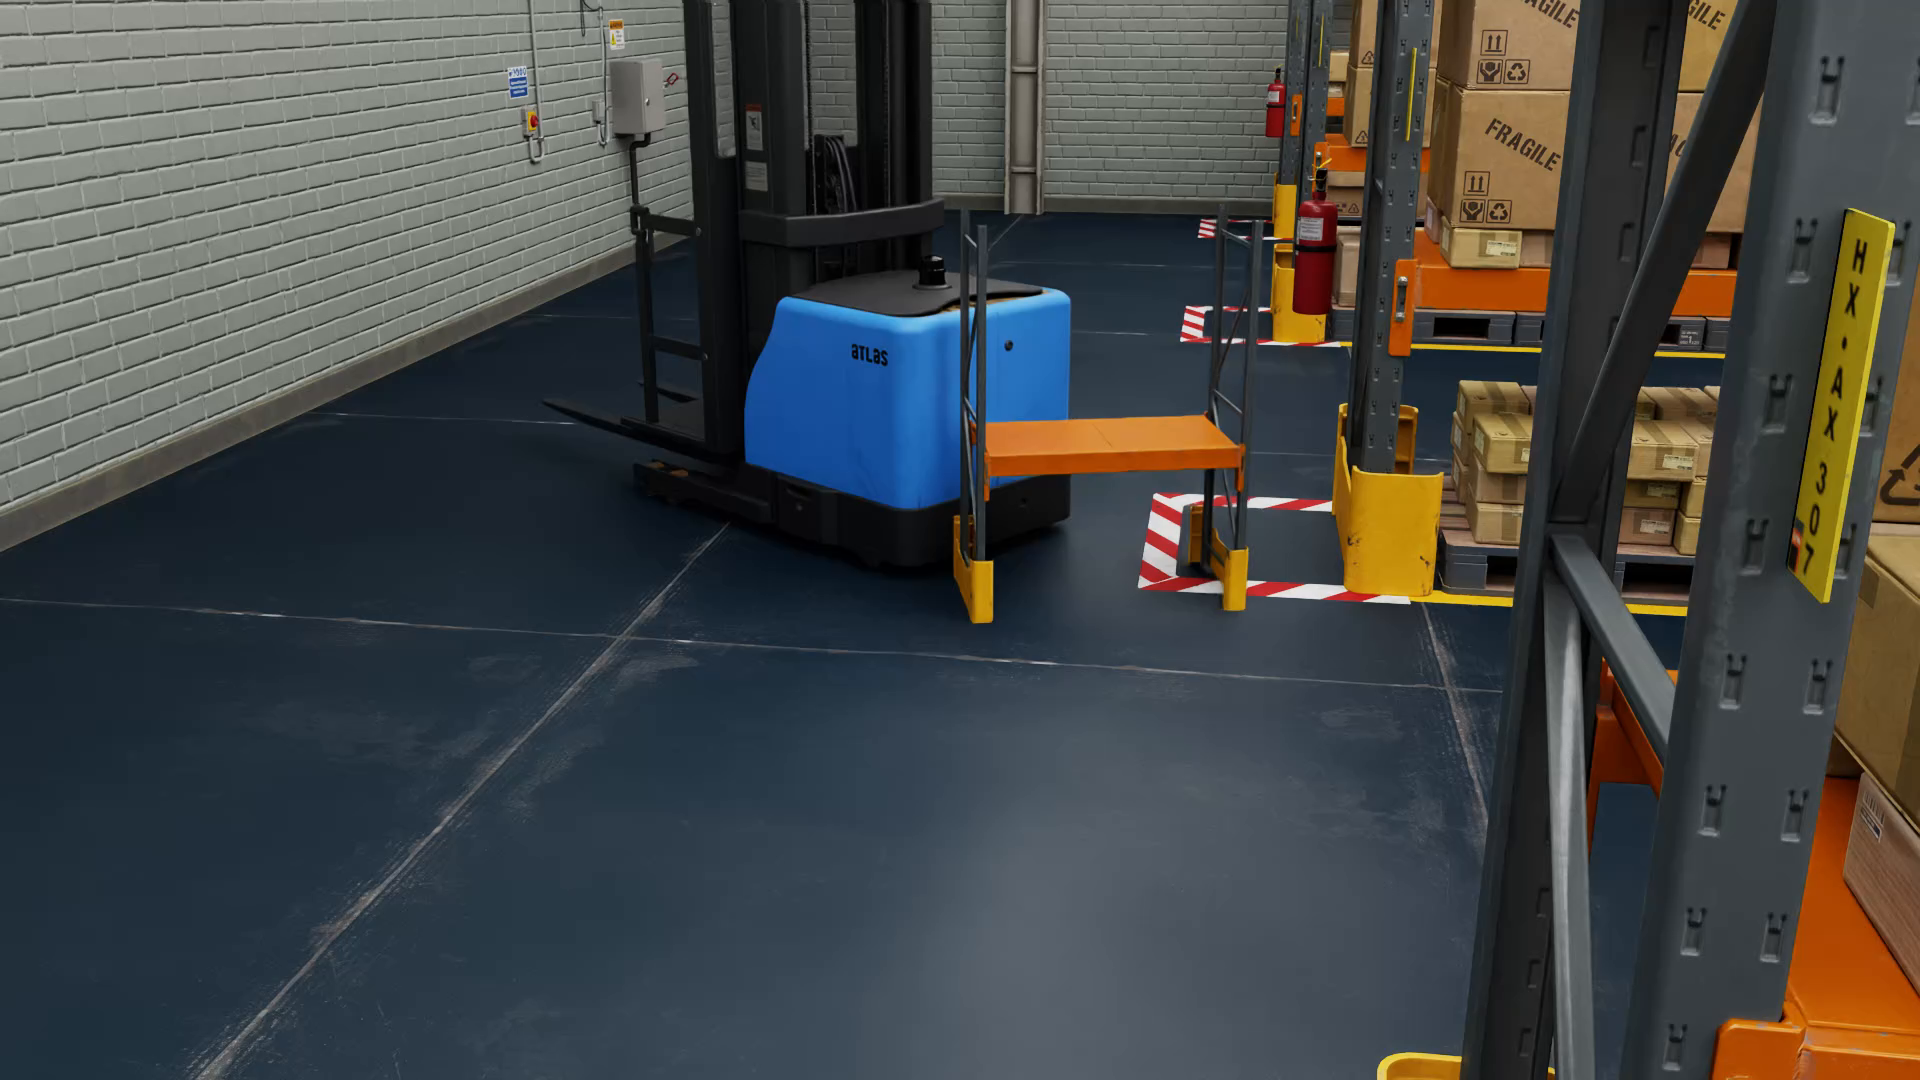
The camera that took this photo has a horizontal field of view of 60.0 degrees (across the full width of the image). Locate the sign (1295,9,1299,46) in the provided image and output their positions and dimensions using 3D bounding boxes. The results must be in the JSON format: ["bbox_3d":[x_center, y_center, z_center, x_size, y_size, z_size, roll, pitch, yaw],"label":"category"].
[{"bbox_3d":[3.117,-4.740,15.377,0.005,0.325,0.100,3,19,9],"label":"sign"}]

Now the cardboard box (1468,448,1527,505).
[{"bbox_3d":[2.210,-0.269,6.743,0.250,0.149,0.380,4,19,11],"label":"cardboard box"}]

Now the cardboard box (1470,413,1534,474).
[{"bbox_3d":[2.197,-0.385,6.618,0.250,0.149,0.380,2,19,6],"label":"cardboard box"}]

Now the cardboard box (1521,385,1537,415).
[{"bbox_3d":[2.535,-0.539,7.081,0.250,0.149,0.380,3,19,10],"label":"cardboard box"}]

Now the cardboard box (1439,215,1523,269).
[{"bbox_3d":[2.001,-1.150,6.408,0.250,0.149,0.380,3,19,8],"label":"cardboard box"}]

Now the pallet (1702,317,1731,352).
[{"bbox_3d":[5.630,-1.483,11.403,1.213,0.211,1.003,3,19,9],"label":"pallet"}]

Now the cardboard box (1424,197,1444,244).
[{"bbox_3d":[2.100,-1.341,6.980,0.250,0.149,0.380,3,19,9],"label":"cardboard box"}]

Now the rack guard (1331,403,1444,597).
[{"bbox_3d":[1.808,-0.199,7.109,0.348,0.500,1.175,3,19,9],"label":"rack guard"}]

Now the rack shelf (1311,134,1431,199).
[{"bbox_3d":[4.394,-2.502,11.187,4.000,0.370,1.077,3,19,9],"label":"rack shelf"}]

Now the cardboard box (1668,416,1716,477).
[{"bbox_3d":[2.975,-0.369,6.572,0.250,0.149,0.380,2,19,6],"label":"cardboard box"}]

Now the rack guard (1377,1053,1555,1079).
[{"bbox_3d":[0.823,1.345,2.495,0.348,0.500,1.175,3,19,9],"label":"rack guard"}]

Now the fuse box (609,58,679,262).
[{"bbox_3d":[-2.675,-3.260,14.350,0.414,1.711,0.539,3,19,9],"label":"fuse box"}]

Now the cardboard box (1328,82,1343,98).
[{"bbox_3d":[3.484,-4.277,15.756,0.250,0.149,0.380,3,19,8],"label":"cardboard box"}]

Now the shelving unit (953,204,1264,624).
[{"bbox_3d":[0.543,-0.504,6.446,1.083,1.500,0.587,-2,19,-7],"label":"shelving unit"}]

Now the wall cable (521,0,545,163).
[{"bbox_3d":[-3.152,-3.717,12.034,0.123,1.953,0.585,3,19,9],"label":"wall cable"}]

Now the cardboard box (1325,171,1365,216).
[{"bbox_3d":[3.791,-3.454,16.171,0.637,0.503,0.797,2,19,6],"label":"cardboard box"}]

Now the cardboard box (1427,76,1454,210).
[{"bbox_3d":[2.218,-1.634,6.834,0.500,0.500,0.500,3,19,10],"label":"cardboard box"}]

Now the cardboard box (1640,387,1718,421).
[{"bbox_3d":[3.057,-0.533,7.063,0.250,0.149,0.380,2,19,6],"label":"cardboard box"}]

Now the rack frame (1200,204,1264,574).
[{"bbox_3d":[1.056,-0.526,6.511,0.032,1.500,0.500,-2,19,-7],"label":"rack frame"}]

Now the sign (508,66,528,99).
[{"bbox_3d":[-3.220,-3.336,12.122,0.001,0.218,0.327,3,19,9],"label":"sign"}]

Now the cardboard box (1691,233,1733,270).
[{"bbox_3d":[2.794,-1.150,6.408,0.250,0.149,0.380,4,19,11],"label":"cardboard box"}]

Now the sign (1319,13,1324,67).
[{"bbox_3d":[2.325,-3.218,10.705,0.005,0.325,0.100,3,19,9],"label":"sign"}]

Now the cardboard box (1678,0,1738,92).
[{"bbox_3d":[2.634,-1.921,6.116,0.500,0.500,0.500,3,19,10],"label":"cardboard box"}]

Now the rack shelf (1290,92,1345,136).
[{"bbox_3d":[5.177,-4.057,15.836,4.000,0.370,1.077,3,19,9],"label":"rack shelf"}]

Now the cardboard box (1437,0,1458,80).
[{"bbox_3d":[2.225,-2.106,6.666,0.500,0.500,0.500,3,19,8],"label":"cardboard box"}]

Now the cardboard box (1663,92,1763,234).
[{"bbox_3d":[2.665,-1.448,6.278,0.500,0.500,0.500,3,19,9],"label":"cardboard box"}]

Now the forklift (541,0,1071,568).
[{"bbox_3d":[-0.910,-1.655,7.632,3.031,2.935,1.130,17,25,42],"label":"forklift"}]

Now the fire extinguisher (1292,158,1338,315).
[{"bbox_3d":[1.558,-1.332,7.266,0.183,0.674,0.296,3,19,9],"label":"fire extinguisher"}]

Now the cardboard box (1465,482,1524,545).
[{"bbox_3d":[2.200,-0.109,6.731,0.250,0.149,0.380,3,19,10],"label":"cardboard box"}]

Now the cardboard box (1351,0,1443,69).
[{"bbox_3d":[2.848,-3.352,10.861,0.500,0.500,0.500,3,19,7],"label":"cardboard box"}]

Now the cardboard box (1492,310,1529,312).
[{"bbox_3d":[3.991,-1.883,11.579,0.875,0.438,0.875,3,19,10],"label":"cardboard box"}]

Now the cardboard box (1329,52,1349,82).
[{"bbox_3d":[3.608,-4.462,15.678,0.500,0.250,0.500,3,19,9],"label":"cardboard box"}]

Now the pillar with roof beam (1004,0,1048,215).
[{"bbox_3d":[0.000,-6.413,12.289,0.400,9.000,9.100,3,19,9],"label":"pillar with roof beam"}]

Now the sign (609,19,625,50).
[{"bbox_3d":[-2.888,-4.256,13.994,0.001,0.242,0.339,3,19,9],"label":"sign"}]

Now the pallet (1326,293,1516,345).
[{"bbox_3d":[3.221,-1.606,11.770,1.213,0.211,1.003,3,19,9],"label":"pallet"}]

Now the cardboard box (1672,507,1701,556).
[{"bbox_3d":[2.953,-0.063,6.597,0.250,0.149,0.380,3,19,9],"label":"cardboard box"}]

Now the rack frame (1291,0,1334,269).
[{"bbox_3d":[2.419,-2.944,11.374,0.127,3.000,1.000,3,19,9],"label":"rack frame"}]

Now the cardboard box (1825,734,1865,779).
[{"bbox_3d":[1.251,0.195,2.390,0.250,0.149,0.380,3,19,10],"label":"cardboard box"}]

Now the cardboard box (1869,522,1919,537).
[{"bbox_3d":[1.368,0.032,2.247,0.500,0.250,0.500,3,19,8],"label":"cardboard box"}]

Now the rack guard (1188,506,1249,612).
[{"bbox_3d":[1.037,0.068,6.707,0.087,0.250,0.587,-2,19,-7],"label":"rack guard"}]

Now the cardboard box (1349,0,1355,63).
[{"bbox_3d":[2.933,-3.516,11.350,0.500,0.500,0.500,4,19,10],"label":"cardboard box"}]

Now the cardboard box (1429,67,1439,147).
[{"bbox_3d":[3.351,-2.860,10.967,0.500,0.500,0.500,3,19,8],"label":"cardboard box"}]

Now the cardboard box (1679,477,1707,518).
[{"bbox_3d":[2.963,-0.206,6.555,0.250,0.149,0.380,4,19,10],"label":"cardboard box"}]
